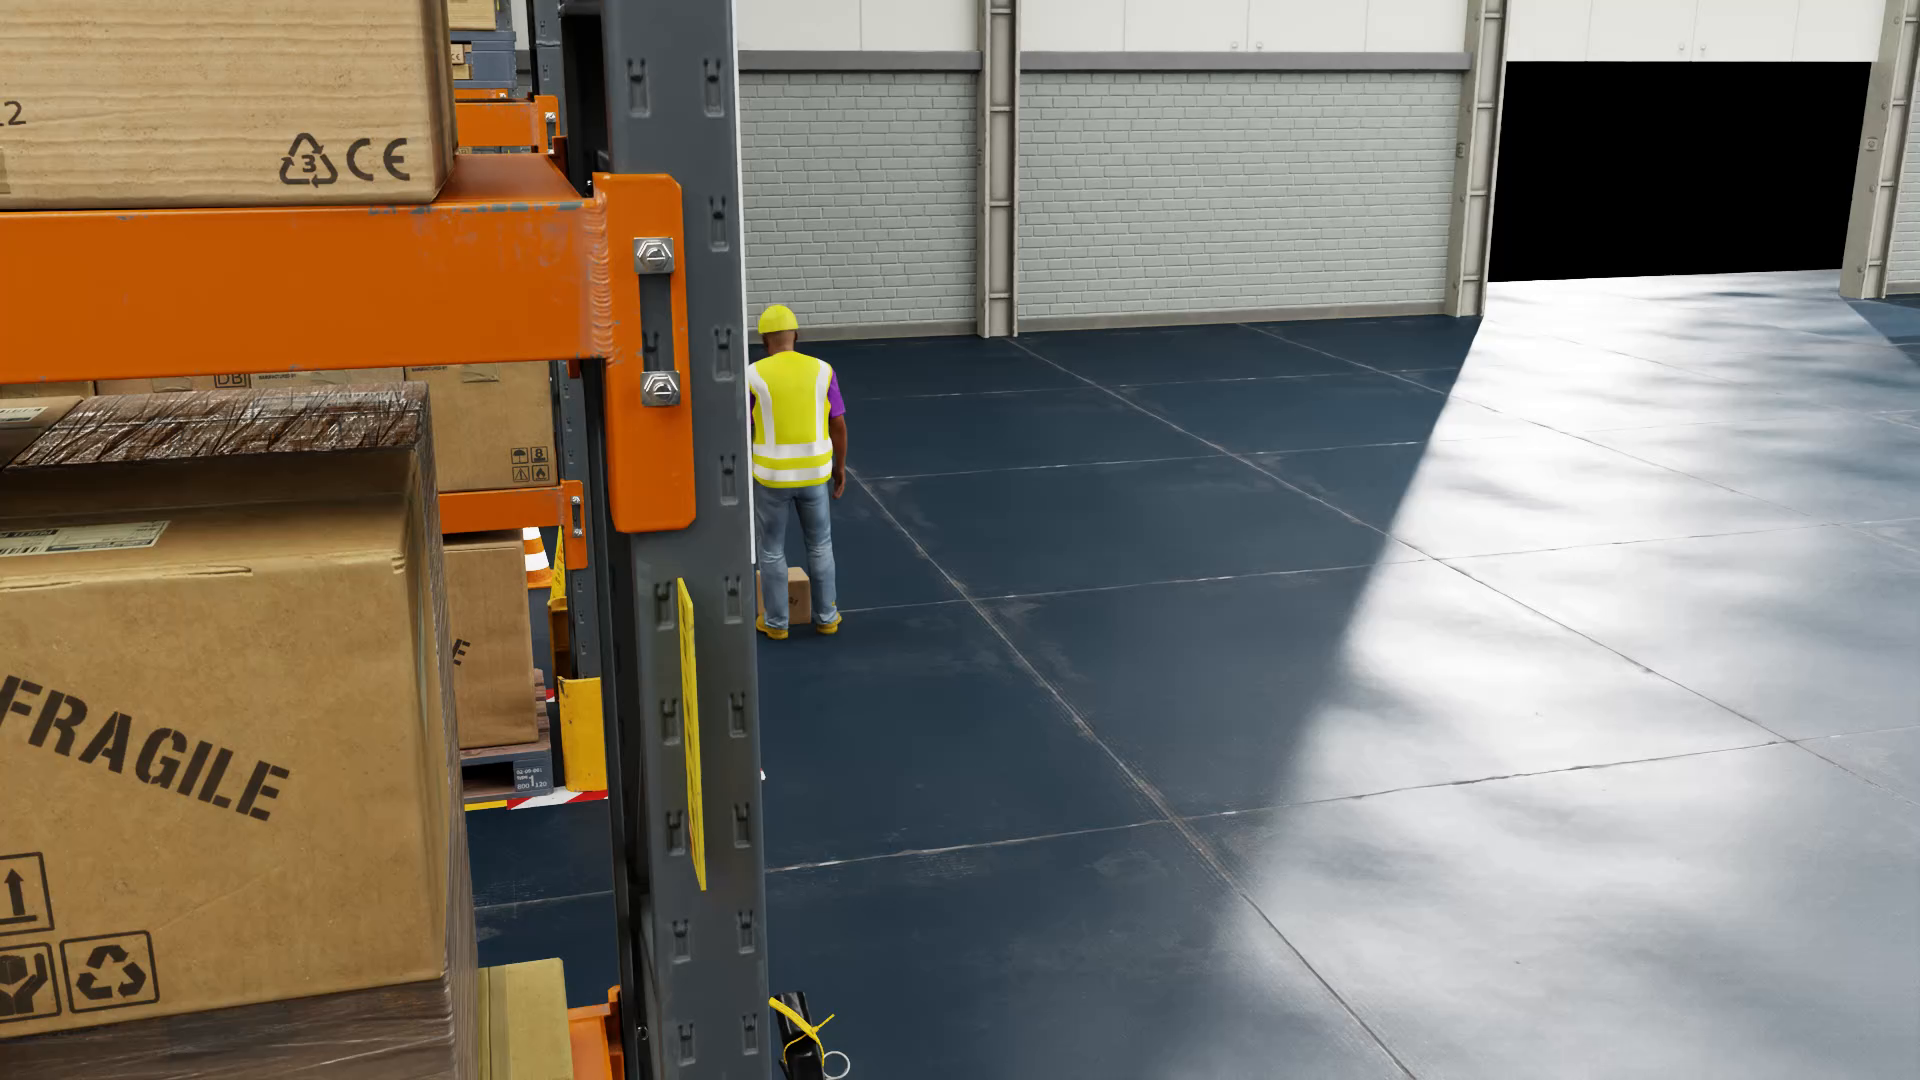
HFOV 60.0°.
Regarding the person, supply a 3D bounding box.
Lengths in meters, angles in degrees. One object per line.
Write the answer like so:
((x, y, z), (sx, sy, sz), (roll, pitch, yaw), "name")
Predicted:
((-0.898, -0.353, 8.738), (0.619, 1.759, 0.461), (-5, 17, -17), "person")
